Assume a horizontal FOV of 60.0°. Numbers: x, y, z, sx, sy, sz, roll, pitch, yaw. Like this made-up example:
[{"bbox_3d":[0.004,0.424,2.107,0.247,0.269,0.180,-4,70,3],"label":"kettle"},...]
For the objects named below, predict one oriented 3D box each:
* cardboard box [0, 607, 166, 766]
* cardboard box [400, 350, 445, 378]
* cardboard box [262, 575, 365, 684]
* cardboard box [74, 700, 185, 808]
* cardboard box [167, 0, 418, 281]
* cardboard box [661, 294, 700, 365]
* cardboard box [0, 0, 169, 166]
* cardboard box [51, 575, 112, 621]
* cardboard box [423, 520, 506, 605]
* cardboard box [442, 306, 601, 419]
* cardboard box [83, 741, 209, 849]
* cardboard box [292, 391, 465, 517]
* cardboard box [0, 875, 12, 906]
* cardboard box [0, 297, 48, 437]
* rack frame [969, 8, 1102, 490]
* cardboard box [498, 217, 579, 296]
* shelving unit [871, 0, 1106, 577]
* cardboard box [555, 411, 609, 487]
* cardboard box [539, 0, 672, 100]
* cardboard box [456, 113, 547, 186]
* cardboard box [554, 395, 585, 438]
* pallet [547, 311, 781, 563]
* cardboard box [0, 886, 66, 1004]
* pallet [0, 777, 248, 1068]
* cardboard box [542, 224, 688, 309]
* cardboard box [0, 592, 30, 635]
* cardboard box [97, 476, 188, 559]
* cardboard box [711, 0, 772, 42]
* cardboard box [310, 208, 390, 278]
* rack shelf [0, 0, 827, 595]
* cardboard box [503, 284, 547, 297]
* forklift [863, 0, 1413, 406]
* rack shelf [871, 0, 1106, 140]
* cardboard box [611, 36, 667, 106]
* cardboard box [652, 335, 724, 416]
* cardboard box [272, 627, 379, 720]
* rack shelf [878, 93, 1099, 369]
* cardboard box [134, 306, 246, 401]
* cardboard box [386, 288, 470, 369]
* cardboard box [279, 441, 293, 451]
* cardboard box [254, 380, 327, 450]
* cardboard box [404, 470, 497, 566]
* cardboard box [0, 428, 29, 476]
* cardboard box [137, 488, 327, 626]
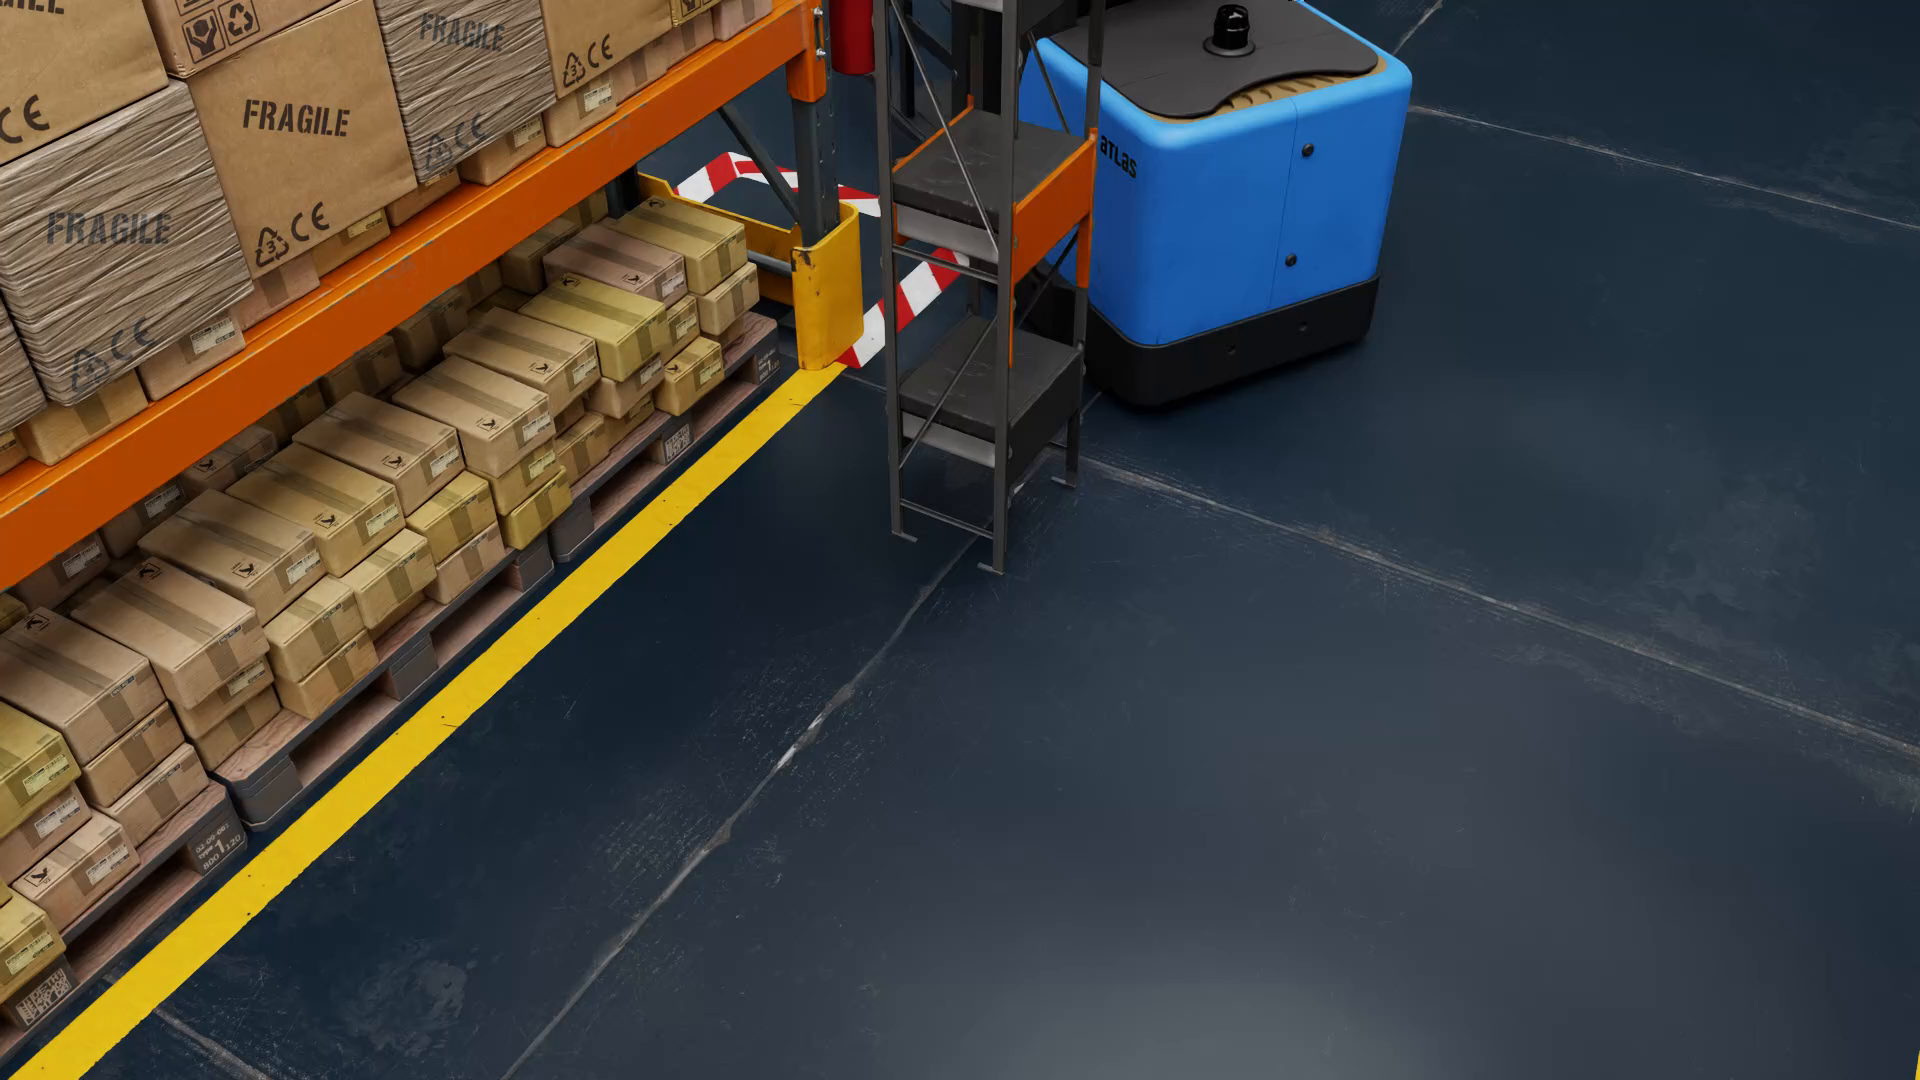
[{"bbox_3d":[-2.149,0.345,3.978,0.380,0.149,0.250,20,45,21],"label":"cardboard box"},{"bbox_3d":[-1.821,-0.615,5.293,0.380,0.149,0.250,22,46,23],"label":"cardboard box"},{"bbox_3d":[-1.810,0.187,4.382,0.380,0.149,0.250,21,45,22],"label":"cardboard box"},{"bbox_3d":[-2.149,0.460,4.072,0.380,0.149,0.250,19,45,20],"label":"cardboard box"},{"bbox_3d":[-1.651,-0.987,3.801,0.500,0.500,0.500,23,46,24],"label":"cardboard box"},{"bbox_3d":[-1.077,-0.720,5.412,0.380,0.149,0.250,20,45,21],"label":"cardboard box"},{"bbox_3d":[-1.923,-1.042,3.106,0.500,0.500,0.500,22,46,23],"label":"cardboard box"},{"bbox_3d":[-2.438,0.174,4.397,0.380,0.149,0.250,22,46,23],"label":"cardboard box"},{"bbox_3d":[-1.553,-0.001,4.821,0.380,0.149,0.250,22,46,23],"label":"cardboard box"},{"bbox_3d":[-1.308,-0.531,4.972,0.380,0.149,0.250,19,45,20],"label":"cardboard box"},{"bbox_3d":[-2.128,0.577,4.165,0.380,0.149,0.250,20,45,21],"label":"cardboard box"},{"bbox_3d":[-1.622,-0.244,4.647,0.380,0.149,0.250,19,45,21],"label":"cardboard box"},{"bbox_3d":[-2.377,0.765,3.726,0.380,0.149,0.250,21,46,22],"label":"cardboard box"},{"bbox_3d":[-2.177,-0.395,3.128,0.500,0.500,0.500,21,45,22],"label":"cardboard box"},{"bbox_3d":[0.205,-1.022,4.822,0.400,2.100,0.015,21,45,22],"label":"rack frame"},{"bbox_3d":[-1.473,-0.975,5.476,0.380,0.149,0.250,22,46,23],"label":"cardboard box"},{"bbox_3d":[0.083,-0.883,4.664,0.431,2.100,0.503,21,45,22],"label":"shelving unit"},{"bbox_3d":[-1.326,-0.317,5.180,0.380,0.149,0.250,21,46,22],"label":"cardboard box"},{"bbox_3d":[-1.147,-1.563,4.454,0.500,0.500,0.500,20,45,21],"label":"cardboard box"},{"bbox_3d":[-1.336,-1.101,4.421,0.380,0.149,0.250,19,45,20],"label":"cardboard box"},{"bbox_3d":[-1.382,-0.434,5.087,0.380,0.149,0.250,20,45,22],"label":"cardboard box"},{"bbox_3d":[-1.358,-0.505,5.664,1.003,0.211,1.213,21,45,22],"label":"pallet"},{"bbox_3d":[-2.291,0.898,3.800,0.380,0.149,0.250,22,46,23],"label":"cardboard box"},{"bbox_3d":[-2.579,0.891,4.079,1.003,0.211,1.213,21,45,22],"label":"pallet"},{"bbox_3d":[-1.104,-0.848,5.333,0.380,0.149,0.250,22,46,23],"label":"cardboard box"},{"bbox_3d":[-2.523,0.213,4.128,0.380,0.149,0.250,22,46,23],"label":"cardboard box"},{"bbox_3d":[-2.343,-0.131,4.518,0.380,0.149,0.250,19,45,21],"label":"cardboard box"},{"bbox_3d":[-0.801,-1.674,5.072,0.380,0.149,0.250,21,46,22],"label":"cardboard box"},{"bbox_3d":[-1.641,-0.809,4.089,0.380,0.149,0.250,22,46,23],"label":"cardboard box"},{"bbox_3d":[-1.884,-0.634,4.245,1.077,0.370,4.000,21,45,22],"label":"rack shelf"},{"bbox_3d":[-1.553,-0.895,5.611,0.380,0.149,0.250,21,45,22],"label":"cardboard box"},{"bbox_3d":[0.354,-2.524,5.898,1.130,2.935,3.031,-19,45,-20],"label":"forklift"},{"bbox_3d":[0.083,-1.398,4.210,0.431,0.518,0.480,21,45,22],"label":"rack shelf"},{"bbox_3d":[-1.071,-1.396,4.756,0.380,0.149,0.250,20,45,22],"label":"cardboard box"},{"bbox_3d":[-1.007,-0.586,5.485,0.380,0.149,0.250,22,46,23],"label":"cardboard box"},{"bbox_3d":[-1.810,0.294,4.485,0.380,0.149,0.250,20,45,21],"label":"cardboard box"},{"bbox_3d":[0.083,-0.872,4.673,0.431,0.518,0.480,21,45,22],"label":"rack shelf"},{"bbox_3d":[-1.843,-0.489,3.726,0.380,0.149,0.250,23,46,24],"label":"cardboard box"},{"bbox_3d":[-1.762,-0.704,5.168,0.380,0.149,0.250,19,45,20],"label":"cardboard box"},{"bbox_3d":[-1.972,-0.263,4.893,0.380,0.149,0.250,23,46,24],"label":"cardboard box"},{"bbox_3d":[-2.081,-0.413,4.838,0.380,0.149,0.250,22,46,23],"label":"cardboard box"},{"bbox_3d":[-1.551,-0.113,4.722,0.380,0.149,0.250,23,46,24],"label":"cardboard box"},{"bbox_3d":[-2.166,-0.215,3.415,0.380,0.149,0.250,19,45,20],"label":"cardboard box"},{"bbox_3d":[-1.886,0.043,4.321,0.380,0.149,0.250,19,45,20],"label":"cardboard box"}]
